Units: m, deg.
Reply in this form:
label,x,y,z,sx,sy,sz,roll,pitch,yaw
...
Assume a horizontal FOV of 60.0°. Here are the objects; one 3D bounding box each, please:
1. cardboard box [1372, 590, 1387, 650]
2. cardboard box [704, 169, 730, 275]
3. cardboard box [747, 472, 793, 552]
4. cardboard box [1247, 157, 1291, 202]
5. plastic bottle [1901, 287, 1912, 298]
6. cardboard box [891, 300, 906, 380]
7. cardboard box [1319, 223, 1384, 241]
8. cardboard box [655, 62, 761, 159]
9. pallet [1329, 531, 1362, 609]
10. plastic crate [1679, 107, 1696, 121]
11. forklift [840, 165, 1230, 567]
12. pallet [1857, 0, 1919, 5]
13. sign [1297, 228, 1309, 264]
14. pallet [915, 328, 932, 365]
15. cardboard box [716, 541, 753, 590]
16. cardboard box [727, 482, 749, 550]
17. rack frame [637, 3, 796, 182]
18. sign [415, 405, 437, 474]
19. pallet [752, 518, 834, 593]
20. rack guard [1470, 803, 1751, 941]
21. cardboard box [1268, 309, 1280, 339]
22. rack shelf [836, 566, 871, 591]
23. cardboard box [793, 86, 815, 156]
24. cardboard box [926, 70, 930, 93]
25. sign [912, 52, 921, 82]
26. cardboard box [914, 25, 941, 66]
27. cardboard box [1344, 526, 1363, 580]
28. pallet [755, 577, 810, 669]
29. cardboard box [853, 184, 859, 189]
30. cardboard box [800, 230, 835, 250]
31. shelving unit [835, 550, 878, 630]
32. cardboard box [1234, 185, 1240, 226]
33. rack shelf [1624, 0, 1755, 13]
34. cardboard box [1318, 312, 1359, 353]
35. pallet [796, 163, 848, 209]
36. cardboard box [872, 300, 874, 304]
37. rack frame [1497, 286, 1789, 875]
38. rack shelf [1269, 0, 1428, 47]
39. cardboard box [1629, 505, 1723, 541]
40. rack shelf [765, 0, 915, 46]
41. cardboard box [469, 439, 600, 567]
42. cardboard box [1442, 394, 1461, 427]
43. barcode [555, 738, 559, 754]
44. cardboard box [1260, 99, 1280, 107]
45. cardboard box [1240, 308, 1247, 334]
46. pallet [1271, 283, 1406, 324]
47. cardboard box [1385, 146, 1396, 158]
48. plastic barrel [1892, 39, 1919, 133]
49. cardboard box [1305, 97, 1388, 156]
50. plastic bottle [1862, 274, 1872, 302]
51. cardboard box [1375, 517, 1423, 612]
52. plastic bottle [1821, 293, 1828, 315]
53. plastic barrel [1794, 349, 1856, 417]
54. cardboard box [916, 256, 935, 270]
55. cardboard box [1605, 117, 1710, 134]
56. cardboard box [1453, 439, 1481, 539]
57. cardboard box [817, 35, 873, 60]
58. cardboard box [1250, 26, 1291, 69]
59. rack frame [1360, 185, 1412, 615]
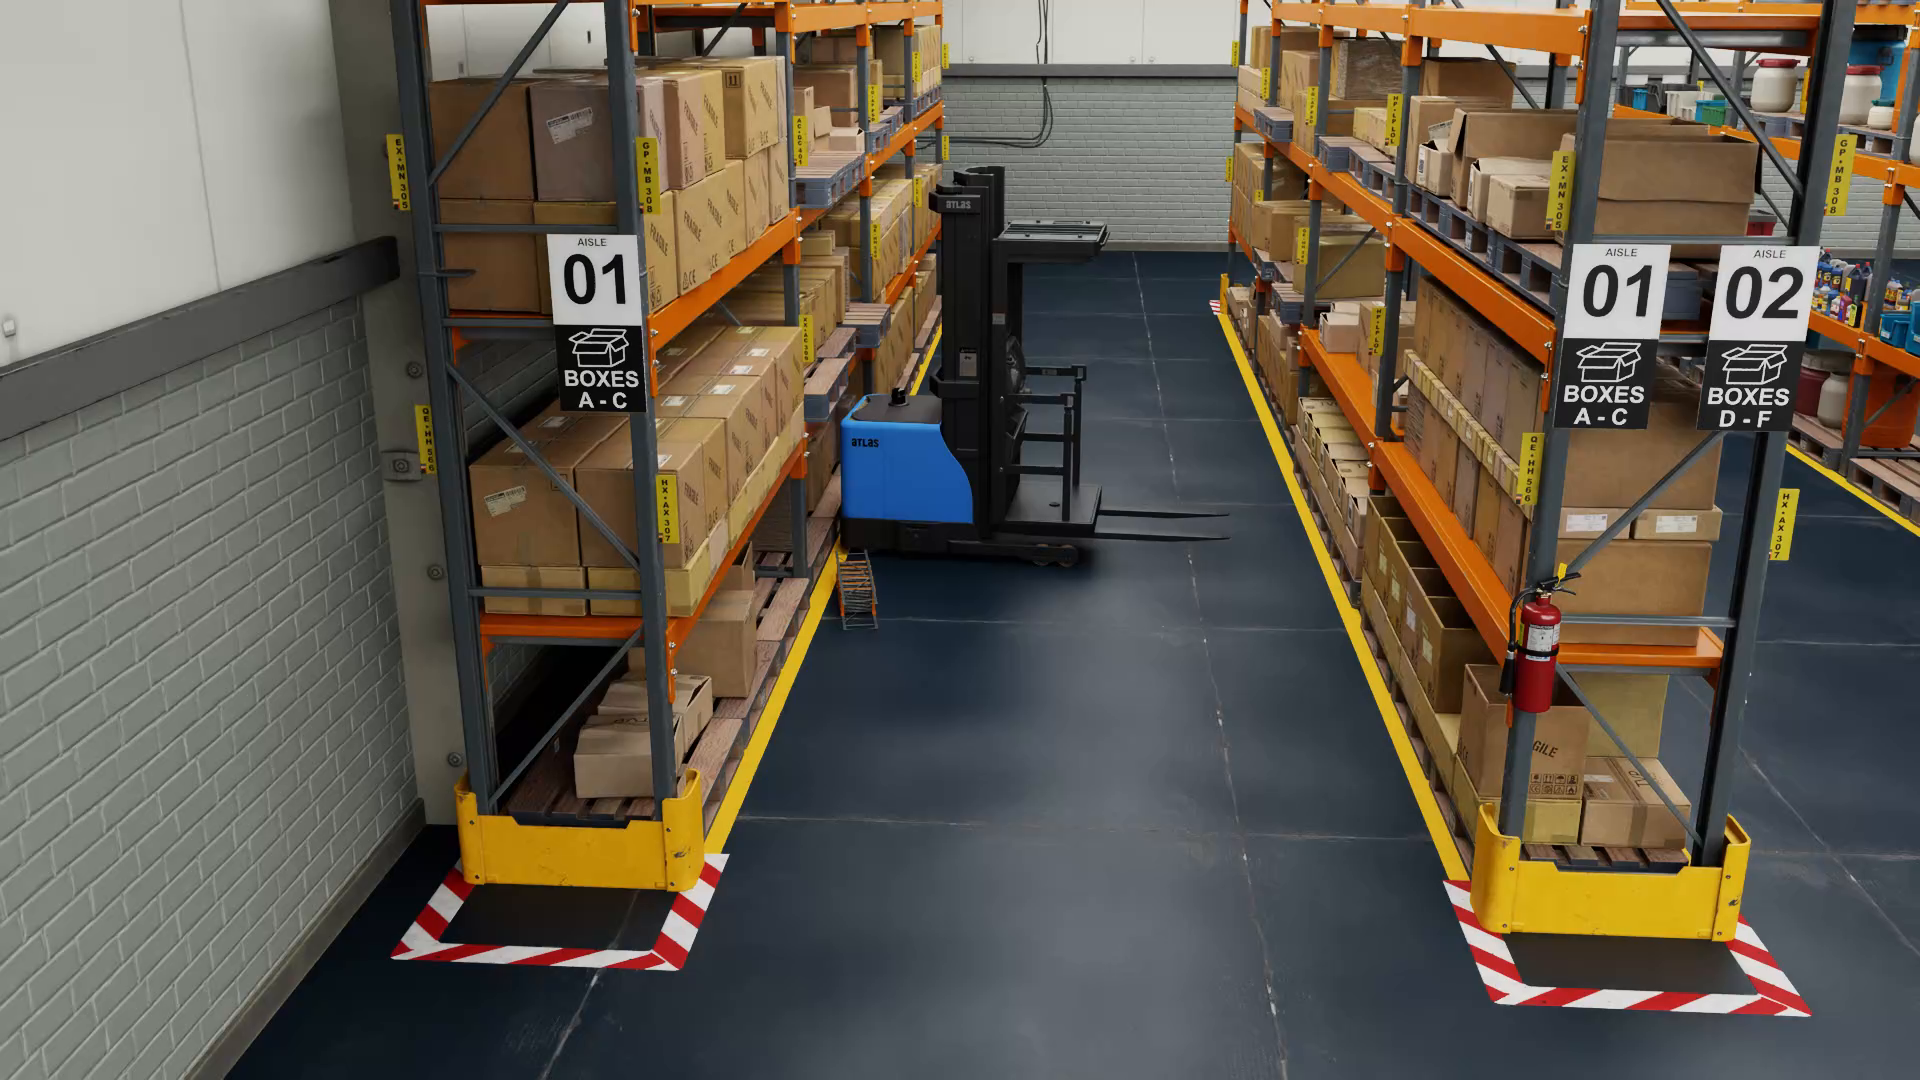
label,x,y,z,sx,sy,sz,roll,pitch,yaw
cardboard box,2.962,0.525,10.745,0.500,0.250,0.500,1,18,4
cardboard box,-1.509,-1.650,8.631,0.500,0.500,0.500,2,18,6
cardboard box,-1.567,-0.234,12.629,0.700,0.500,0.500,2,18,6
cardboard box,3.760,-4.360,20.147,0.500,0.500,0.500,1,18,4
plastic bottle,8.927,-2.252,15.684,0.097,0.271,0.097,0,18,0
cardboard box,-1.007,-2.166,17.994,0.750,0.750,0.750,2,18,6
cardboard box,3.814,-2.842,16.444,0.700,0.500,0.500,5,19,14
cardboard box,-1.424,-2.447,9.458,0.500,0.500,0.500,1,18,2
pallet,3.352,0.221,12.410,1.003,0.211,1.213,1,18,4
plastic crate,8.564,-4.951,19.322,0.293,0.136,0.466,1,18,4
forklift,0.618,-1.365,12.881,3.031,2.935,1.130,3,18,8
pallet,8.648,-4.800,14.565,1.213,0.211,1.003,1,18,4
sign,3.083,-2.639,14.927,0.100,0.325,0.005,1,18,4
pallet,-0.897,-2.378,20.341,1.003,0.211,1.213,1,18,4
cardboard box,-1.637,0.318,10.943,0.500,0.500,0.500,0,18,0
cardboard box,-1.472,-0.144,9.254,0.500,0.250,0.500,1,18,3
rack frame,-1.603,-3.835,10.675,1.000,3.000,0.127,1,18,4
sign,-2.442,-0.461,7.645,0.100,0.325,0.005,1,18,4
pallet,-1.548,0.099,12.781,1.003,0.211,1.213,1,18,4
rack guard,3.050,1.563,7.850,1.175,0.500,0.348,1,18,4
cardboard box,3.562,-2.282,17.672,0.500,0.250,0.500,1,18,4
rack shelf,-0.779,0.289,12.229,0.258,0.180,0.103,-2,18,-6
cardboard box,-1.395,-3.208,12.743,0.500,0.500,0.500,1,18,2
cardboard box,-0.637,-5.596,20.273,0.500,0.250,0.500,1,18,2
sign,-0.487,-5.280,18.568,0.100,0.325,0.005,1,18,4
cardboard box,-0.523,-6.435,21.629,0.500,0.500,0.500,1,18,4
cardboard box,3.079,0.097,12.051,0.500,0.250,0.500,1,18,3
pallet,-1.616,0.550,11.404,1.003,0.211,1.213,1,18,4
cardboard box,-1.353,-3.724,18.095,0.500,0.250,0.500,1,18,5
cardboard box,-1.311,-2.683,14.886,0.380,0.149,0.250,-1,18,-3
shelving unit,-0.756,0.349,12.044,0.258,0.189,1.200,-2,18,-6
cardboard box,3.872,-4.357,21.742,0.500,0.500,0.500,1,18,3
rack shelf,8.996,-6.188,19.653,1.077,0.370,4.000,1,18,4
cardboard box,3.368,-1.801,14.246,0.500,0.311,0.500,1,18,3
pallet,-1.452,-2.510,11.749,1.213,0.211,1.003,1,18,4
cardboard box,-1.035,-2.292,15.971,0.380,0.149,0.250,2,18,5
rack frame,3.052,0.368,7.484,1.000,3.000,0.127,1,18,4
rack shelf,3.769,-5.057,16.202,1.077,0.370,4.000,1,18,4
cardboard box,3.295,-0.105,7.724,0.380,0.149,0.250,1,18,4
rack shelf,-1.173,-5.167,16.536,1.077,0.370,4.000,1,18,4
cardboard box,-2.068,-0.188,8.182,0.500,0.500,0.500,1,18,3
cardboard box,3.038,-0.751,9.695,0.380,0.149,0.250,1,18,2
barcode,-2.148,1.095,8.861,0.001,0.075,0.075,1,18,4
cardboard box,3.681,-4.870,18.893,0.500,0.250,0.500,1,18,4
cardboard box,3.724,-2.707,20.478,0.500,0.311,0.500,1,18,4
pallet,3.604,-2.238,15.744,1.213,0.211,1.003,1,18,4
cardboard box,3.537,-3.021,12.574,0.500,0.250,0.500,0,18,-1
plastic barrel,8.609,-4.011,14.664,0.600,0.830,0.708,1,18,4
cardboard box,3.623,-3.726,15.000,0.910,0.500,0.500,1,18,4
plastic bottle,9.018,-2.504,16.447,0.152,0.276,0.135,1,18,4
cardboard box,2.965,0.169,10.628,0.500,0.500,0.500,1,18,4
plastic bottle,8.233,-2.244,15.773,0.097,0.201,0.097,0,18,0
plastic barrel,8.665,-1.562,16.571,0.600,0.588,0.708,1,18,4
cardboard box,-0.538,-3.688,22.159,0.380,0.149,0.250,2,18,5
cardboard box,3.443,-1.881,8.469,0.500,0.500,0.500,1,18,4
cardboard box,3.206,-0.305,9.377,0.700,0.500,0.500,2,18,6
cardboard box,-1.223,-5.237,17.699,0.500,0.250,0.500,3,18,8
cardboard box,4.058,-6.236,21.055,0.700,0.500,0.500,1,18,4
rack frame,3.338,-0.875,11.275,1.000,3.000,0.127,1,18,4
